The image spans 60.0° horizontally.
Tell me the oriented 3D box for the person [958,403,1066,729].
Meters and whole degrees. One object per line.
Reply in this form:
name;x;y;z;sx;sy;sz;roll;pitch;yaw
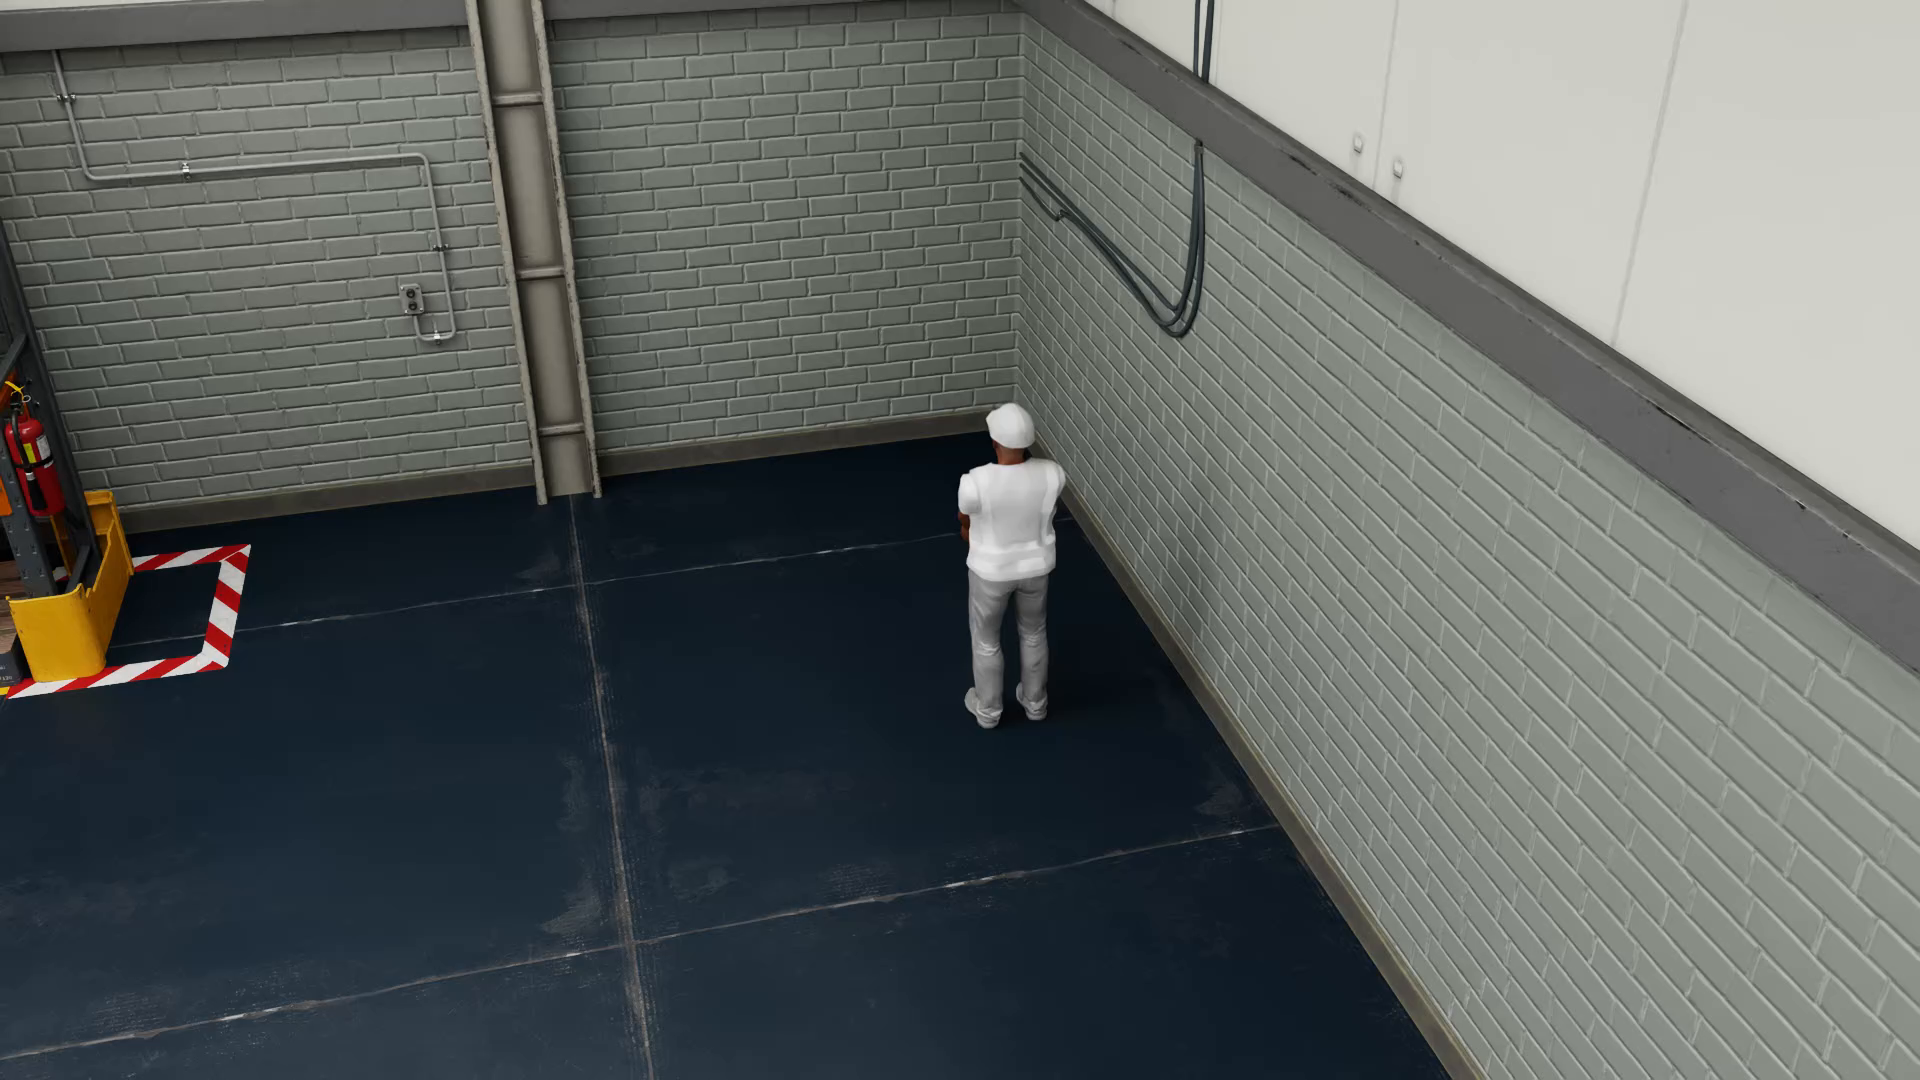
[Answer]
person;0.209;0.079;8.086;0.503;1.760;0.577;-7;31;-12
